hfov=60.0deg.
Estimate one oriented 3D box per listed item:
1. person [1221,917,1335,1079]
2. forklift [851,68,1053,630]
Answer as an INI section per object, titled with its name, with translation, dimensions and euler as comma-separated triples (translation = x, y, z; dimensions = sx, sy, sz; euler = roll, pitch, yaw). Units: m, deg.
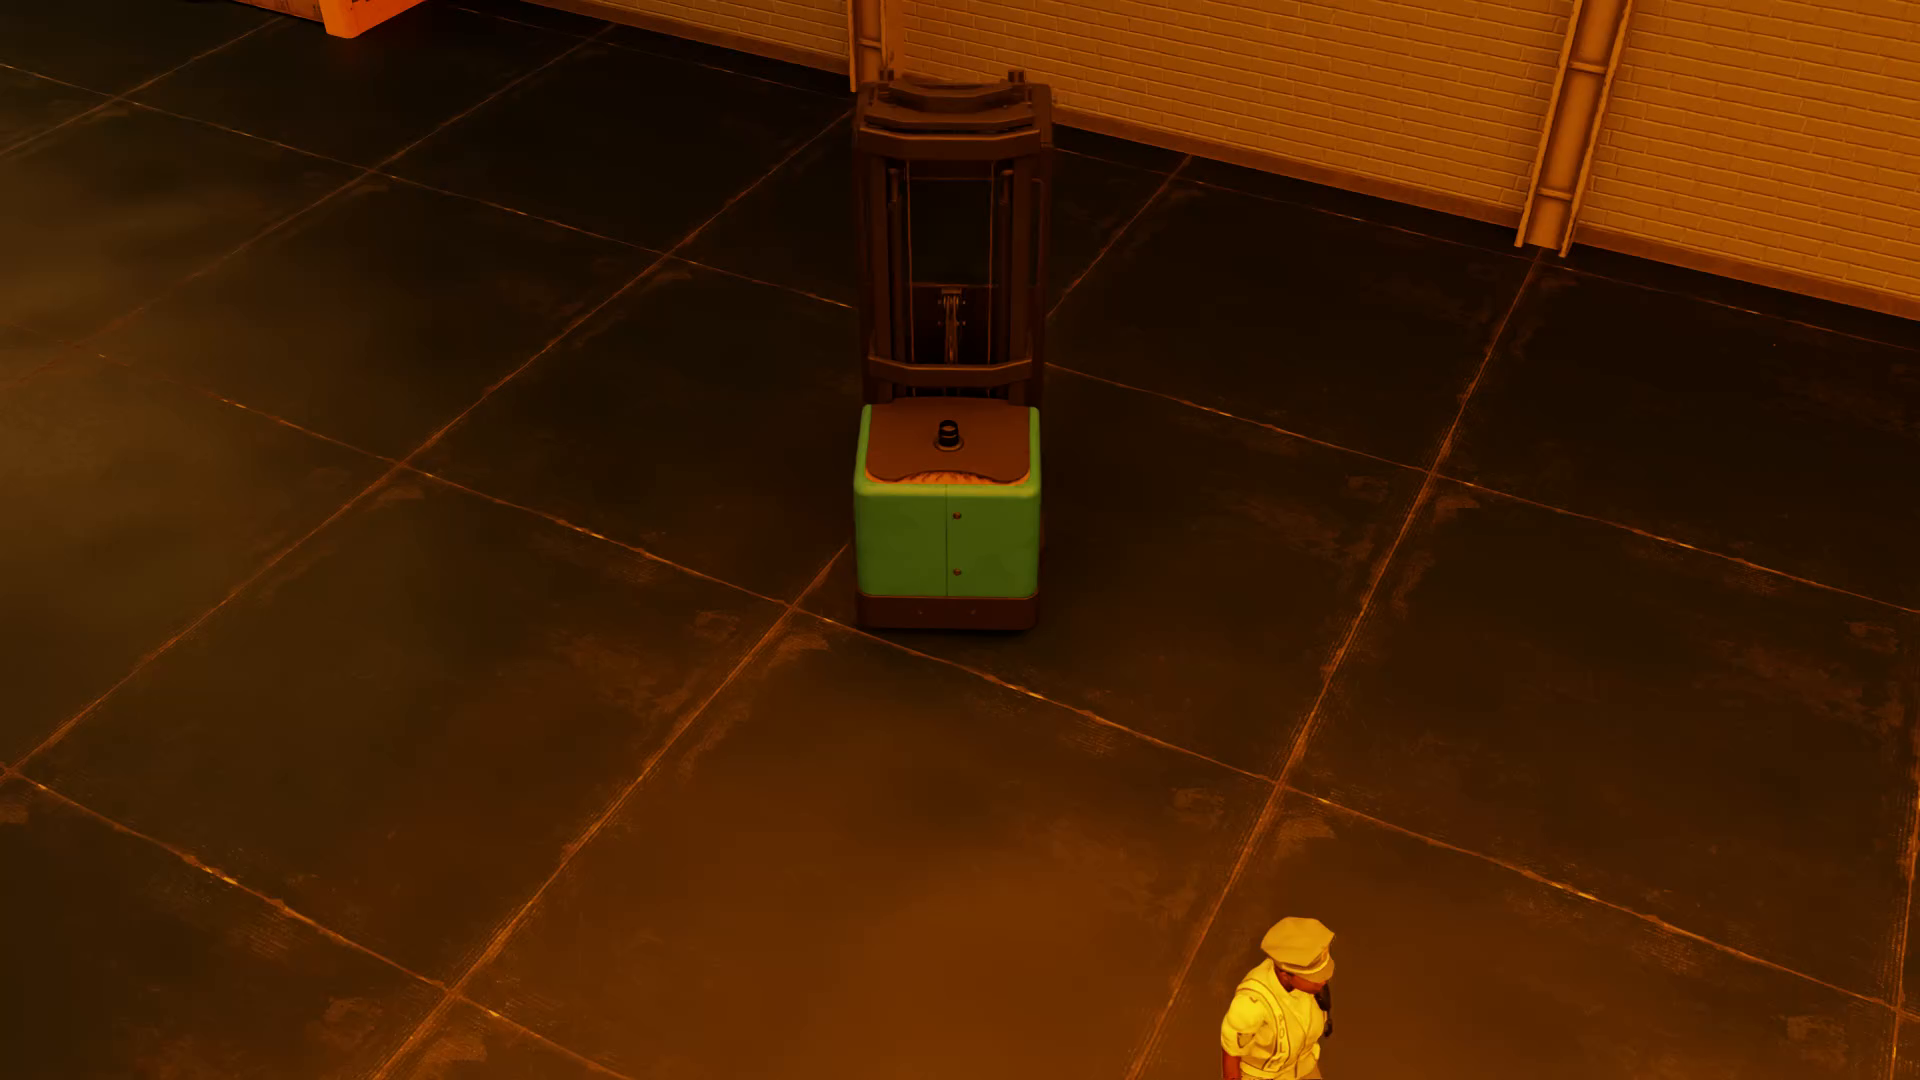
[person]
translation = 1.265, 2.119, 6.488
dimensions = 0.532, 1.720, 0.480
euler = -29, 48, -30
[forklift]
translation = -0.037, -1.530, 9.803
dimensions = 1.130, 2.935, 3.031
euler = 1, 40, 1
